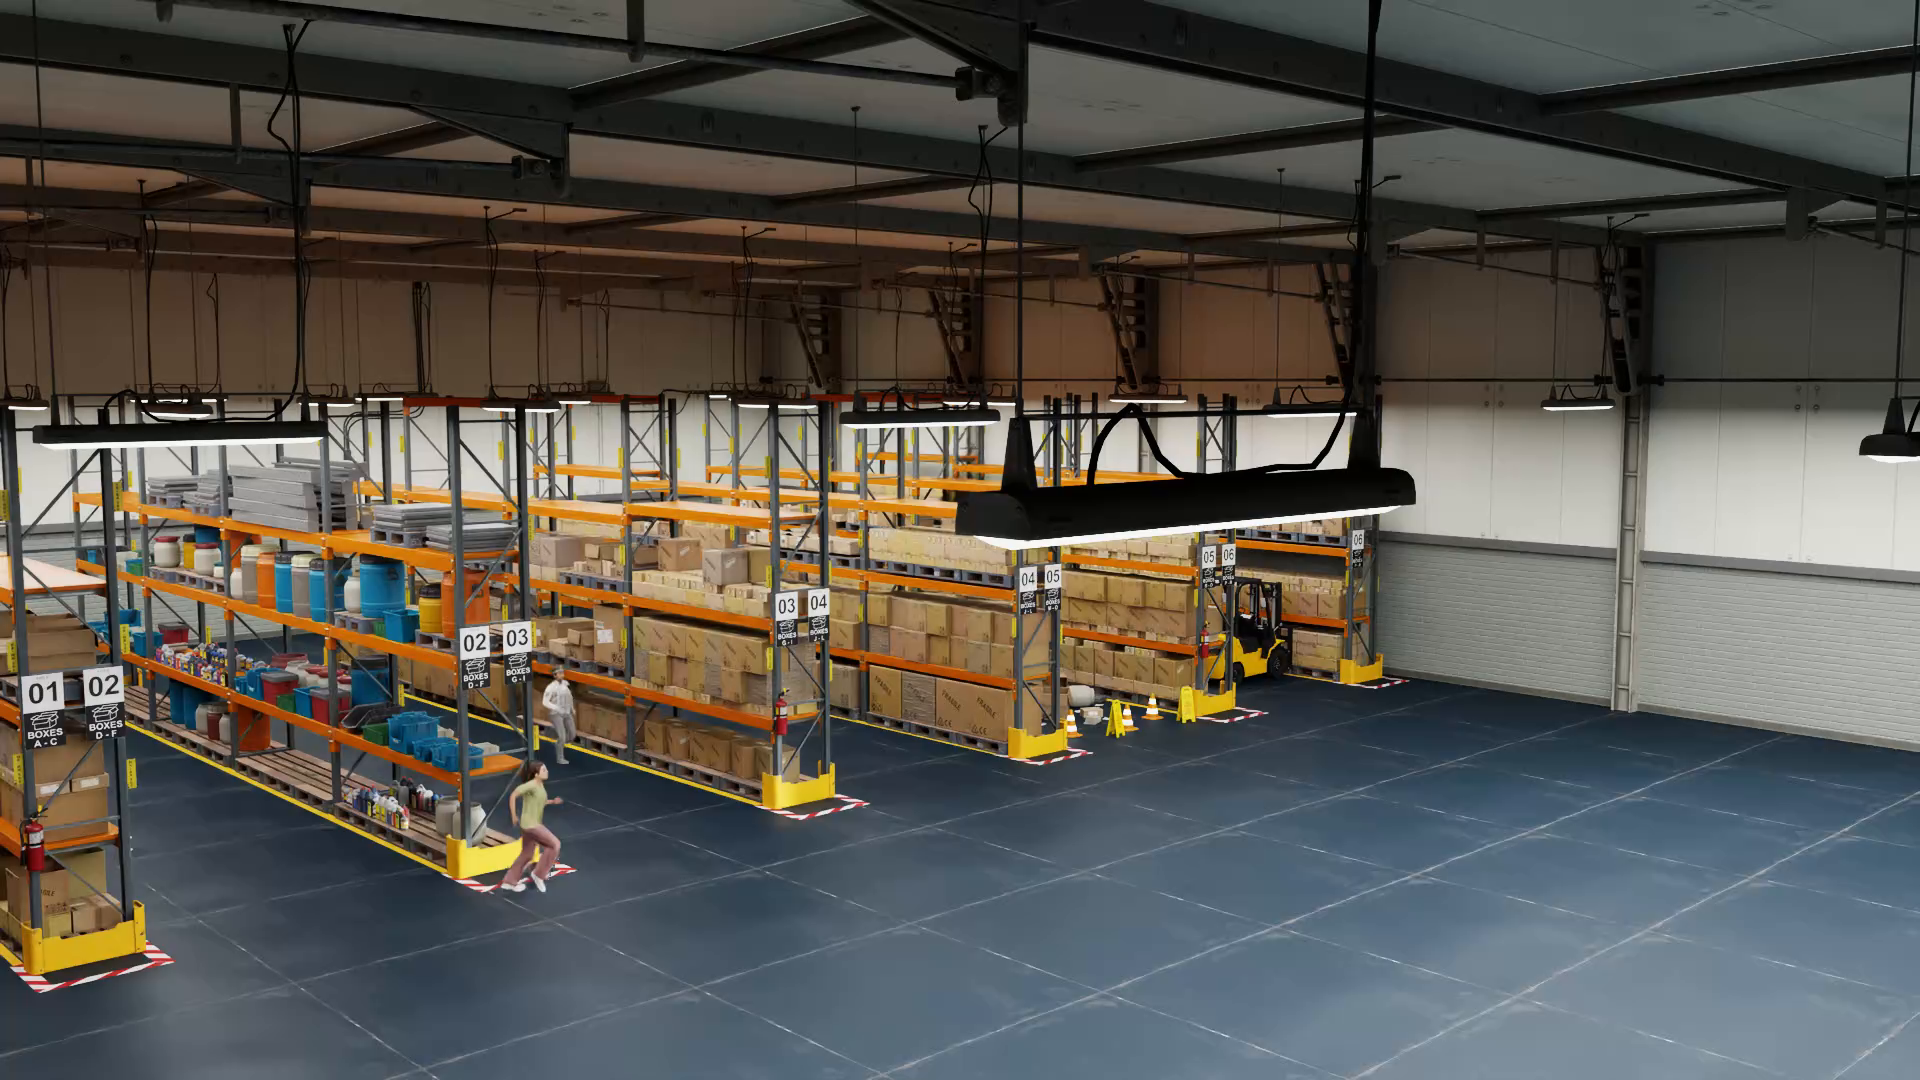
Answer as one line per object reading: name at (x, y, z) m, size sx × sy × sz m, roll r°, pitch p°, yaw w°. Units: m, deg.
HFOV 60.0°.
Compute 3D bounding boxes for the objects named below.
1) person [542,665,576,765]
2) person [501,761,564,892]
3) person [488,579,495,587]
person at (-6.555, 2.865, 27.353) m, size 0.549 × 1.649 × 0.608 m, roll 5°, pitch 7°, yaw 41°
person at (-5.257, 3.525, 20.410) m, size 0.773 × 1.638 × 0.605 m, roll 0°, pitch 6°, yaw -4°
person at (-11.088, 1.738, 38.864) m, size 0.675 × 1.632 × 0.858 m, roll 1°, pitch 6°, yaw 11°
